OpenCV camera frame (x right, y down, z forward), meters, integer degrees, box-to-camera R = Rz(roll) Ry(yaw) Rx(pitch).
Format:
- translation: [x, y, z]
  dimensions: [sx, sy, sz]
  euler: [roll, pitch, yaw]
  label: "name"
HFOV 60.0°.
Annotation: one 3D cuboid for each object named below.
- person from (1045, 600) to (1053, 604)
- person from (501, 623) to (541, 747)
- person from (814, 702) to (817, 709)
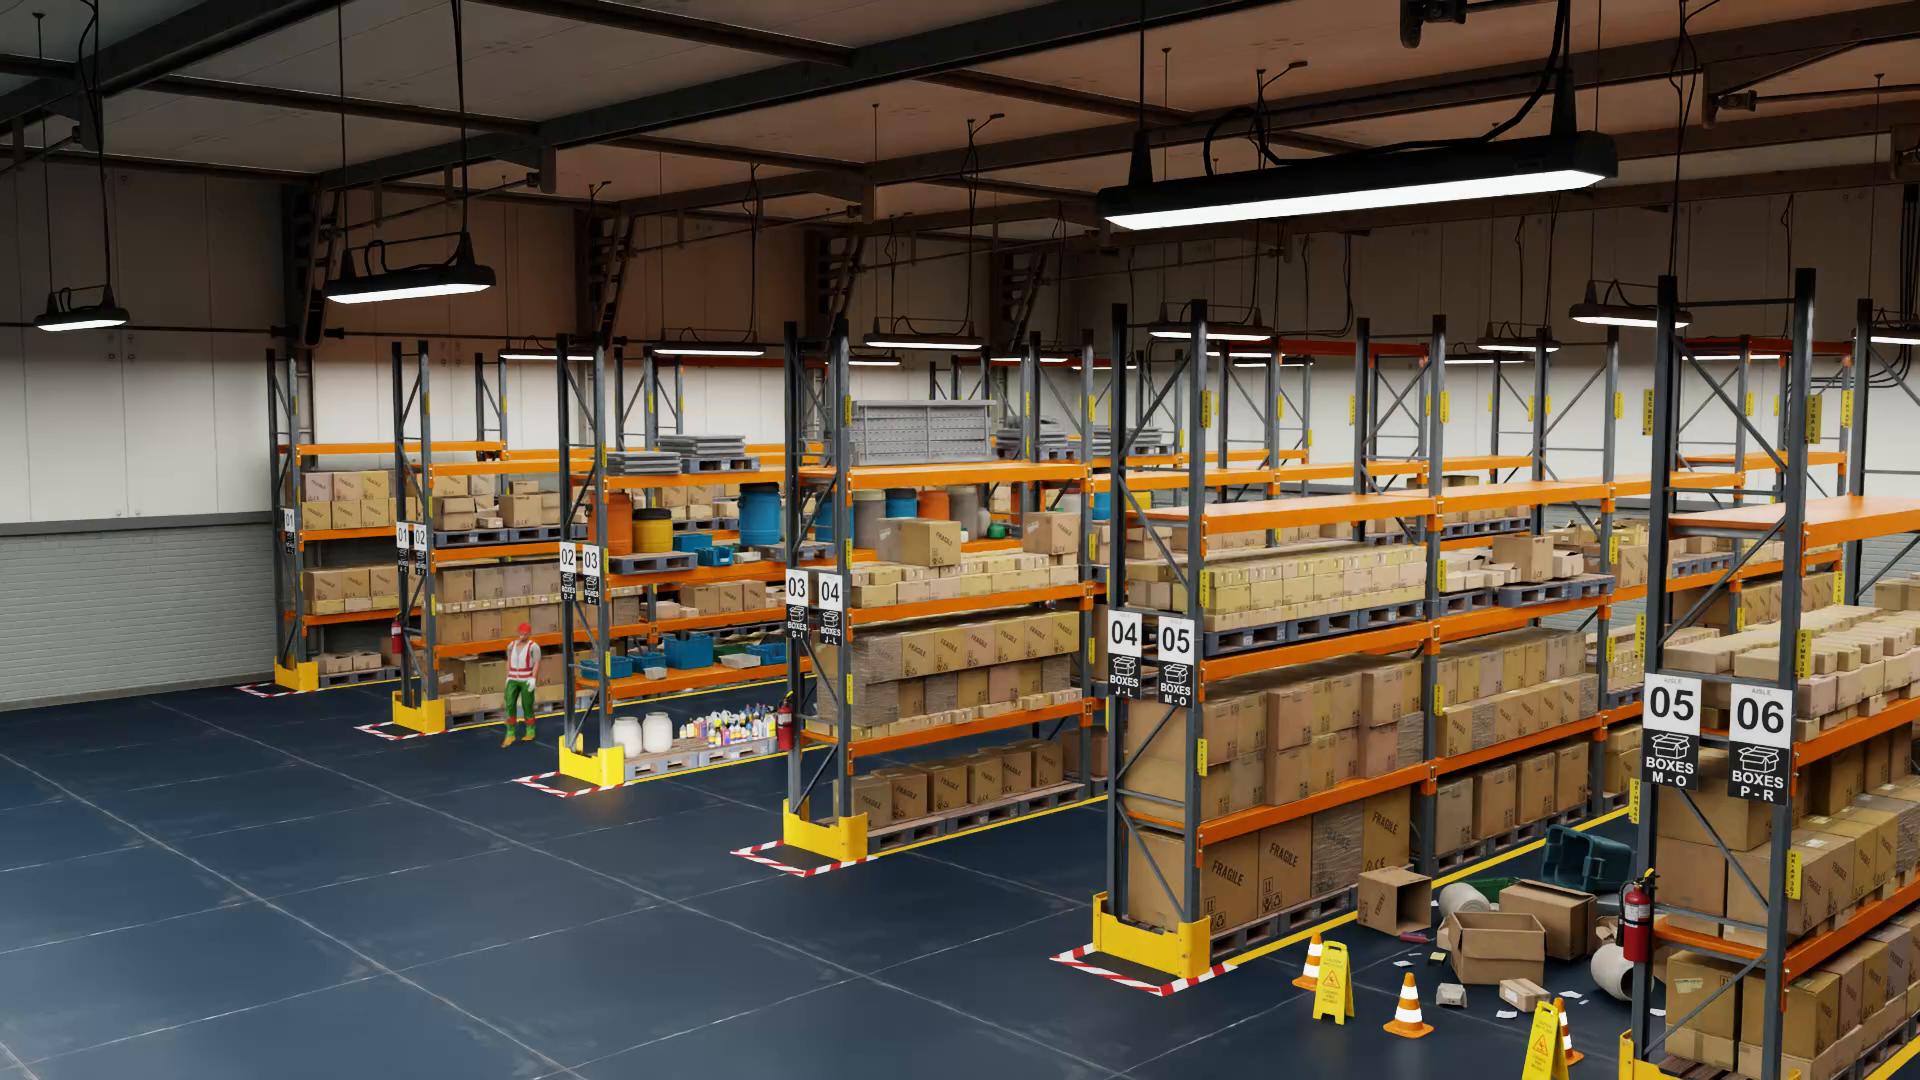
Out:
- translation: [1.887, 1.445, 33.453]
  dimensions: [0.615, 1.681, 0.519]
  euler: [0, 5, 1]
  label: "person"
- translation: [-6.556, 2.142, 24.744]
  dimensions: [0.566, 1.813, 0.638]
  euler: [1, 5, 7]
  label: "person"
- translation: [-2.000, 2.014, 26.579]
  dimensions: [0.460, 1.583, 1.007]
  euler: [-2, 5, -21]
  label: "person"
